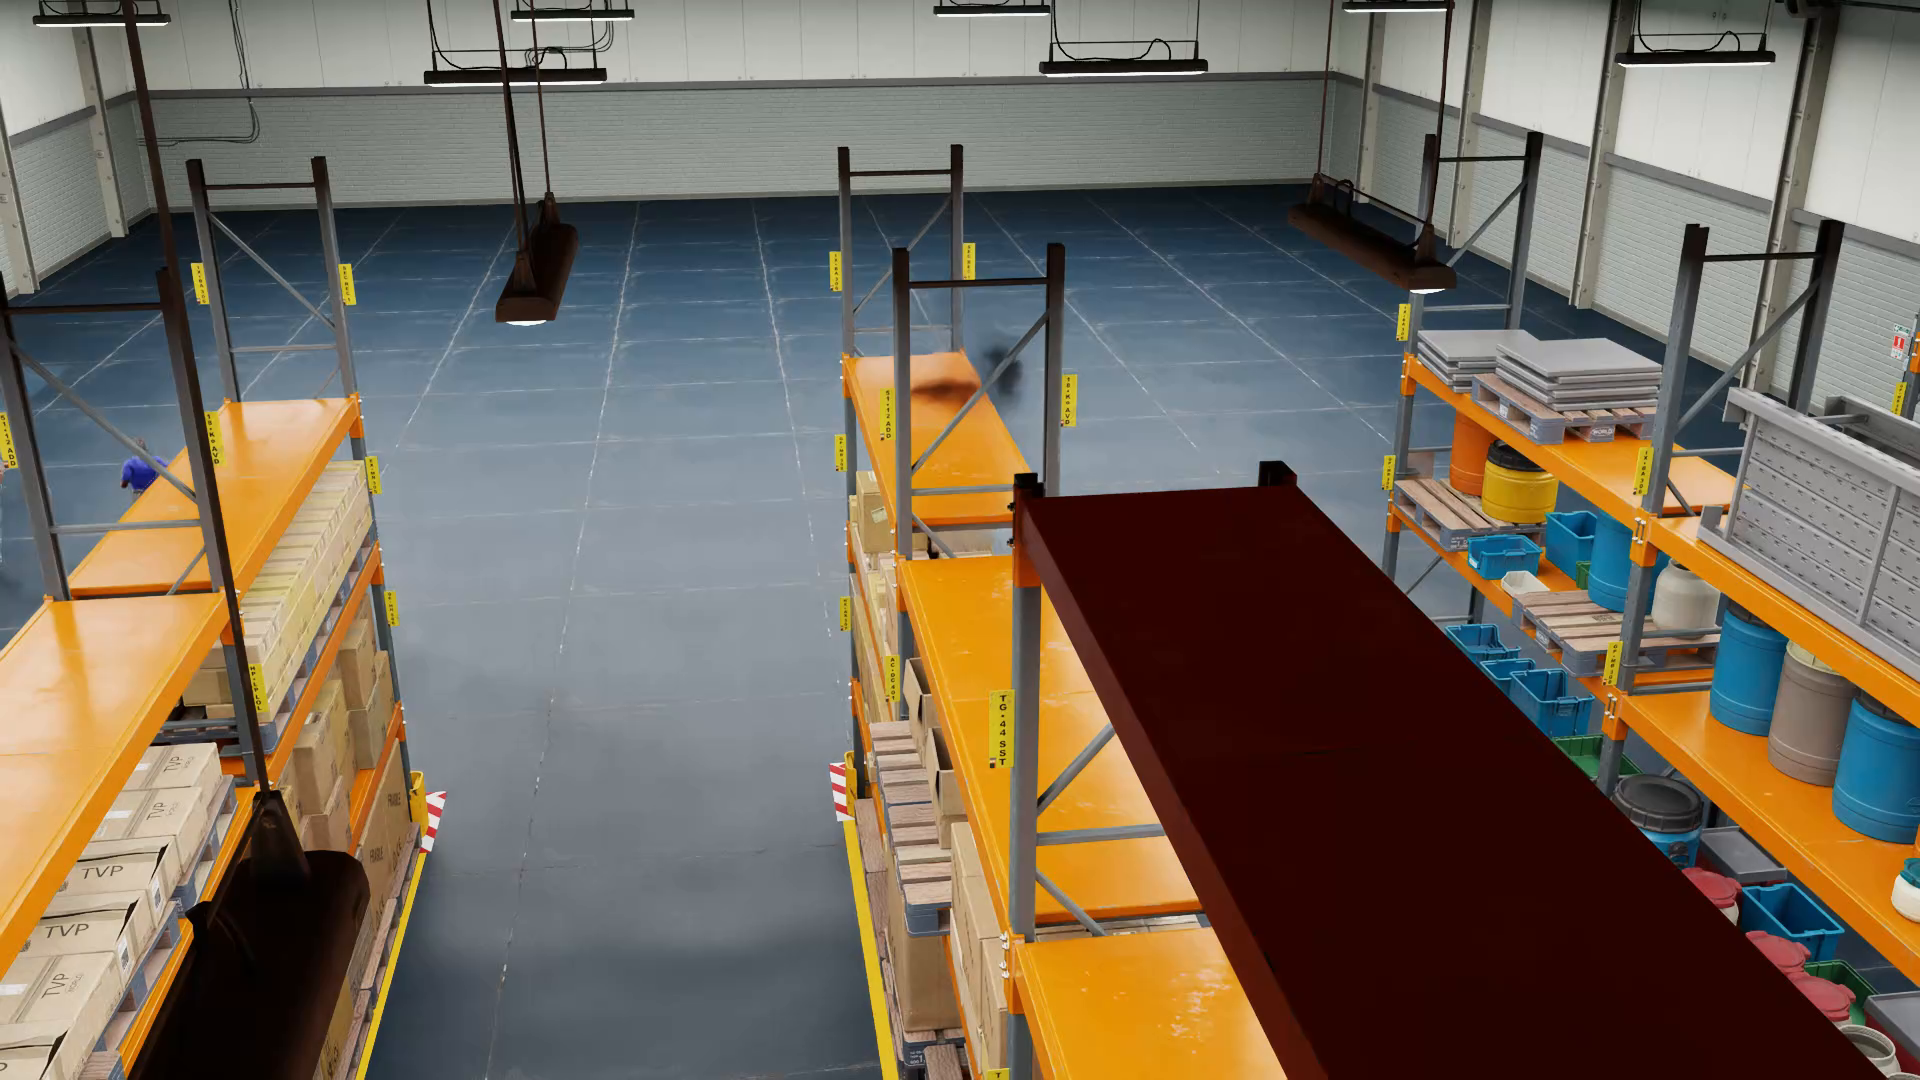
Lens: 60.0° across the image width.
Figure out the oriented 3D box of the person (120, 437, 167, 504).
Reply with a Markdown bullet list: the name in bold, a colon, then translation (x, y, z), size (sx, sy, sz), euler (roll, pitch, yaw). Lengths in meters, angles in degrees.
- **person**: translation (-9.989, -0.425, 20.506), size (0.762, 1.690, 0.570), euler (16, 27, 35)
